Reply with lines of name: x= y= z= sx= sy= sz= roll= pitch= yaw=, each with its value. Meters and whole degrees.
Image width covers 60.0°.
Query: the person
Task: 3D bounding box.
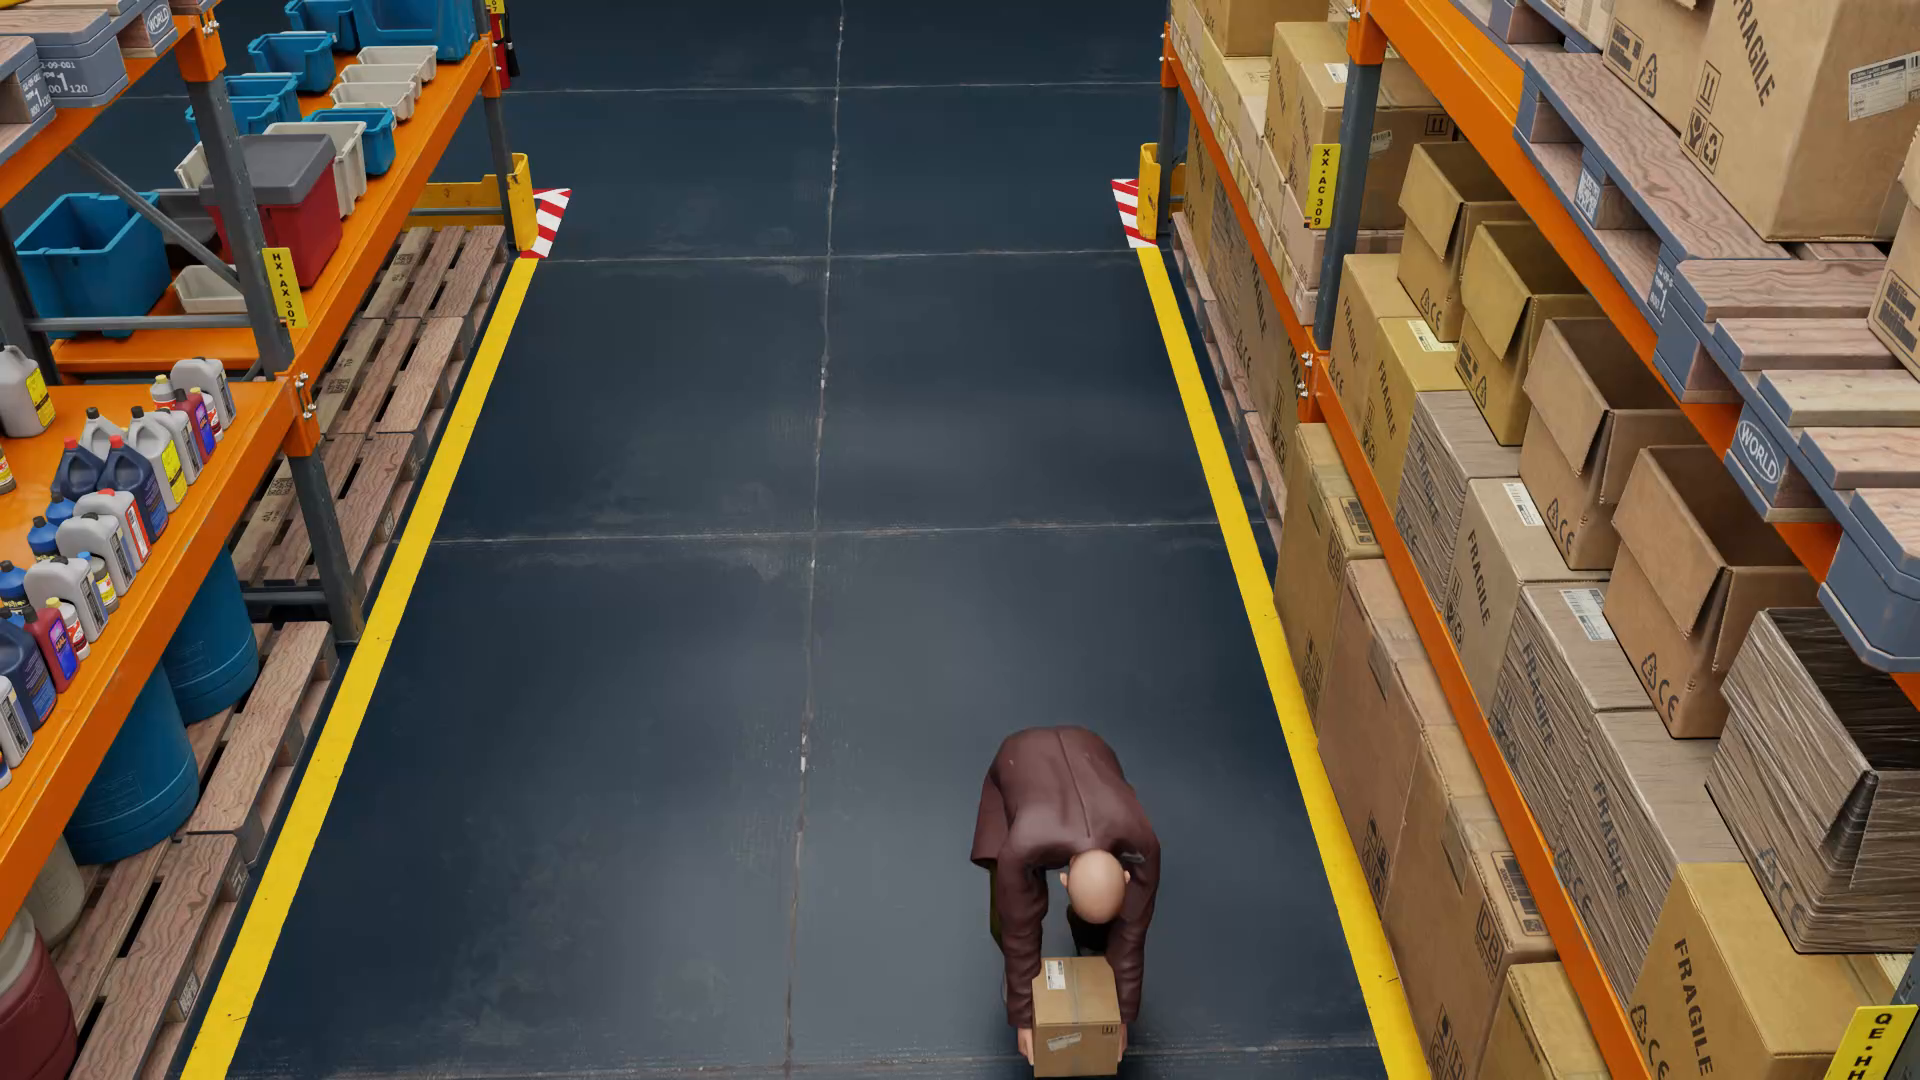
person: x=0.334 y=1.111 z=5.242 sx=0.591 sy=0.996 sz=0.936 roll=-3 pitch=35 yaw=-4
